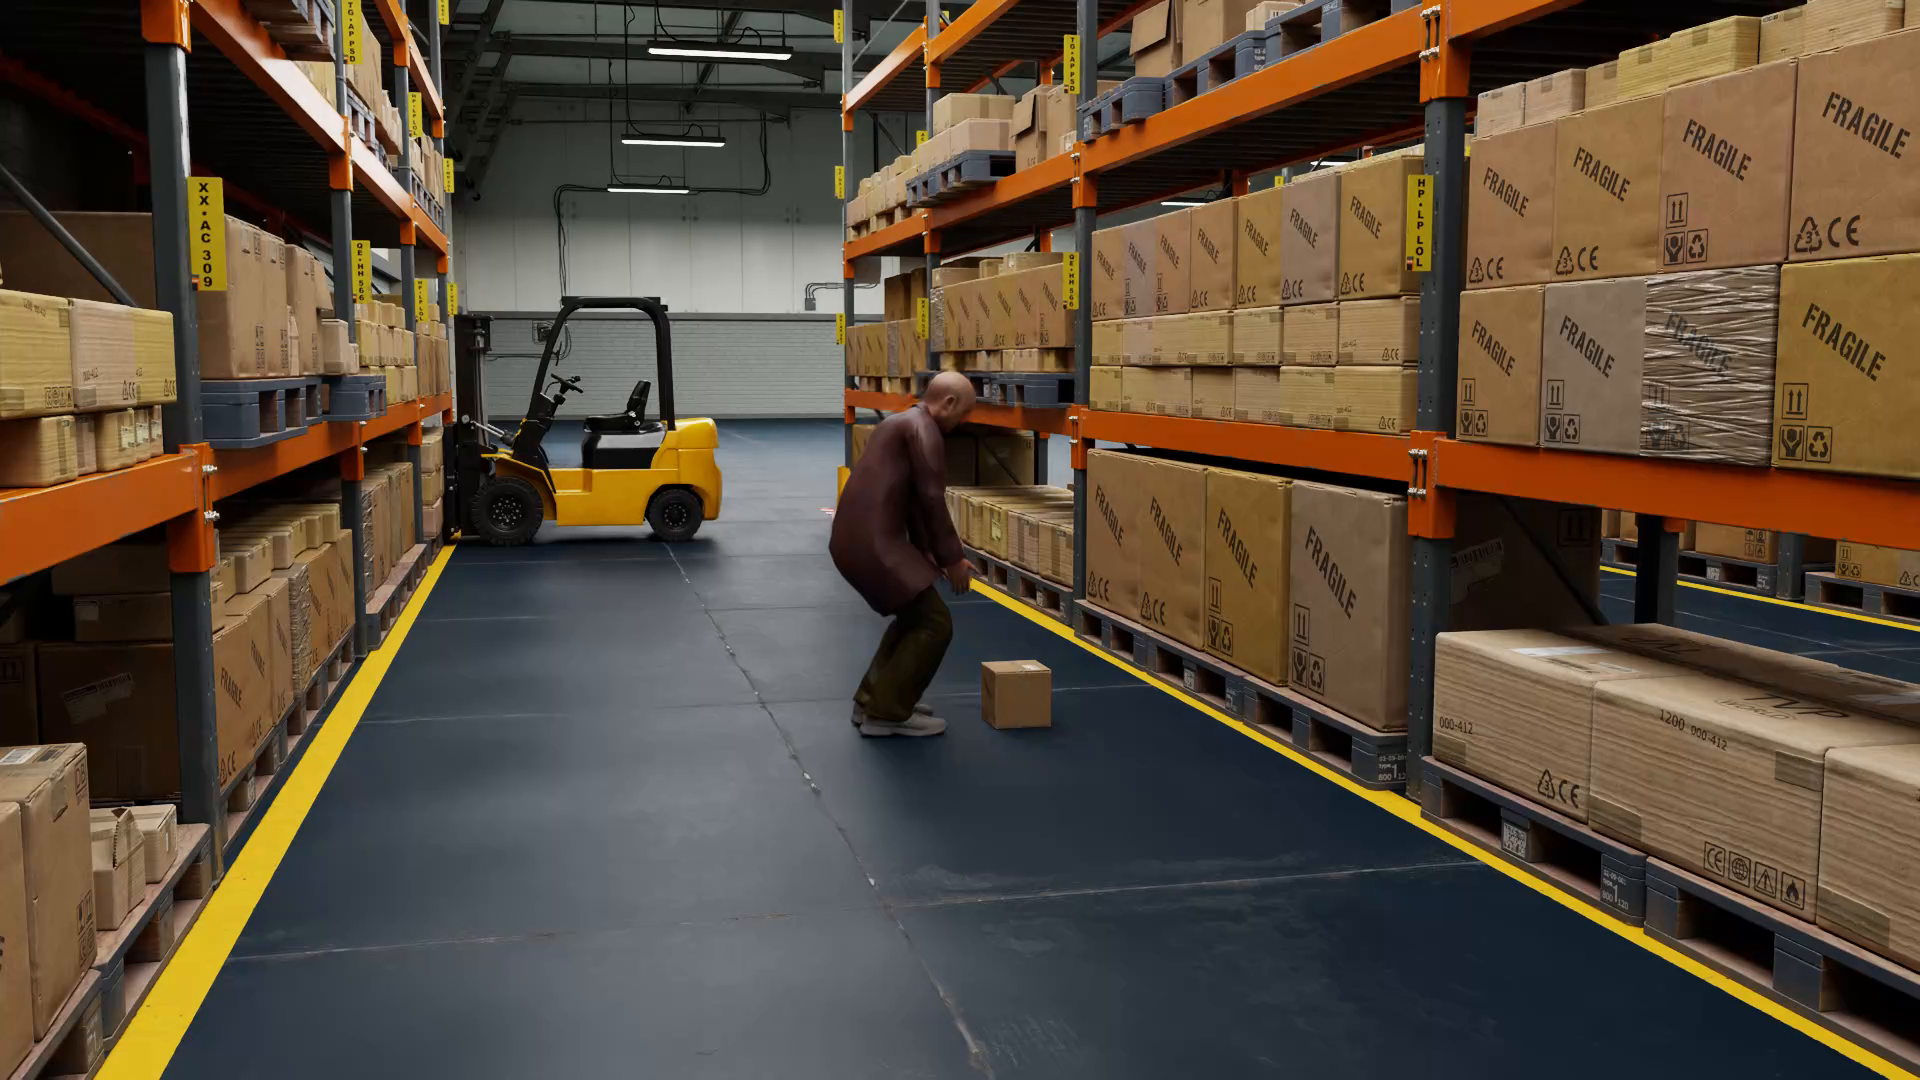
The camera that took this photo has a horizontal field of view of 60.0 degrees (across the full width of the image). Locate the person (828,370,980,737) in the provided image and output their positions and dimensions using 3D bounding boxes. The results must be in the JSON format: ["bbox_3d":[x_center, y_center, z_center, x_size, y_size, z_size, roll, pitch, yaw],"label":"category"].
[{"bbox_3d":[-0.246,0.052,7.126,0.636,1.526,0.627,-1,6,-13],"label":"person"}]
